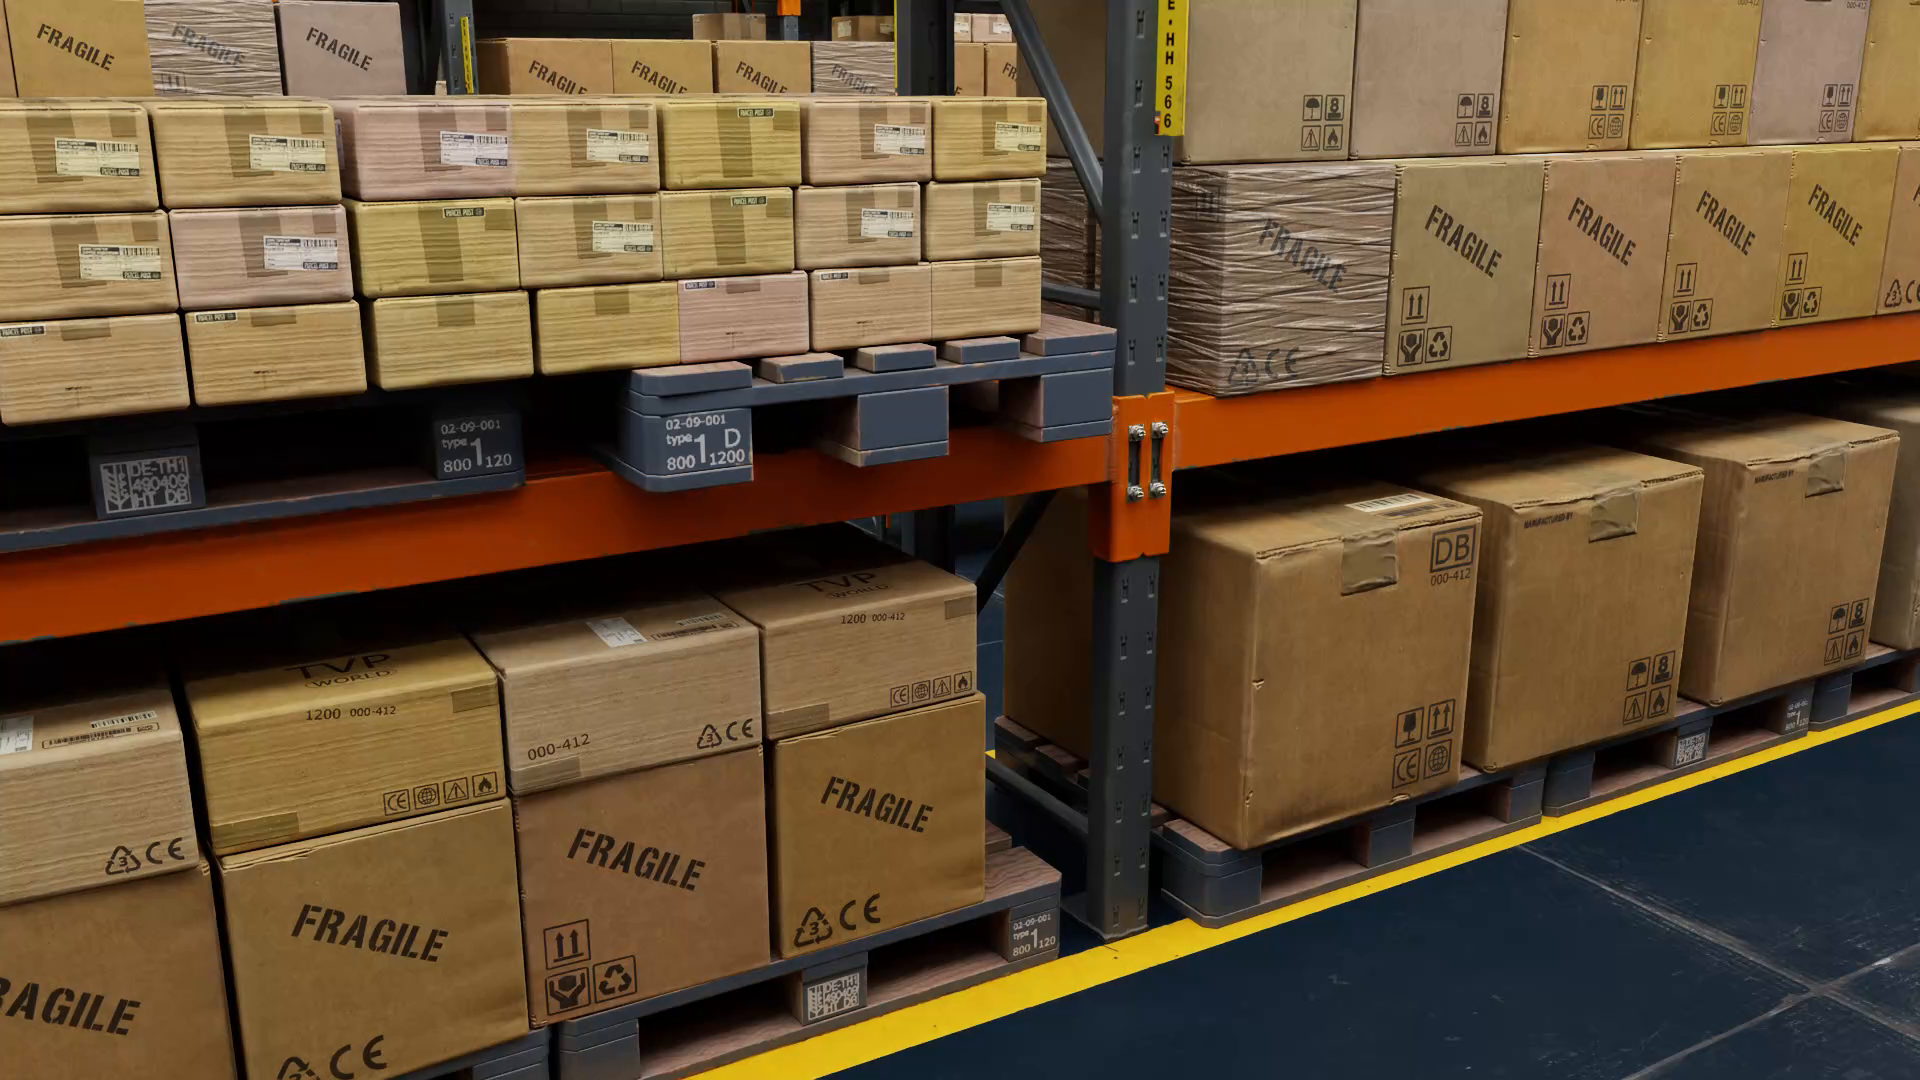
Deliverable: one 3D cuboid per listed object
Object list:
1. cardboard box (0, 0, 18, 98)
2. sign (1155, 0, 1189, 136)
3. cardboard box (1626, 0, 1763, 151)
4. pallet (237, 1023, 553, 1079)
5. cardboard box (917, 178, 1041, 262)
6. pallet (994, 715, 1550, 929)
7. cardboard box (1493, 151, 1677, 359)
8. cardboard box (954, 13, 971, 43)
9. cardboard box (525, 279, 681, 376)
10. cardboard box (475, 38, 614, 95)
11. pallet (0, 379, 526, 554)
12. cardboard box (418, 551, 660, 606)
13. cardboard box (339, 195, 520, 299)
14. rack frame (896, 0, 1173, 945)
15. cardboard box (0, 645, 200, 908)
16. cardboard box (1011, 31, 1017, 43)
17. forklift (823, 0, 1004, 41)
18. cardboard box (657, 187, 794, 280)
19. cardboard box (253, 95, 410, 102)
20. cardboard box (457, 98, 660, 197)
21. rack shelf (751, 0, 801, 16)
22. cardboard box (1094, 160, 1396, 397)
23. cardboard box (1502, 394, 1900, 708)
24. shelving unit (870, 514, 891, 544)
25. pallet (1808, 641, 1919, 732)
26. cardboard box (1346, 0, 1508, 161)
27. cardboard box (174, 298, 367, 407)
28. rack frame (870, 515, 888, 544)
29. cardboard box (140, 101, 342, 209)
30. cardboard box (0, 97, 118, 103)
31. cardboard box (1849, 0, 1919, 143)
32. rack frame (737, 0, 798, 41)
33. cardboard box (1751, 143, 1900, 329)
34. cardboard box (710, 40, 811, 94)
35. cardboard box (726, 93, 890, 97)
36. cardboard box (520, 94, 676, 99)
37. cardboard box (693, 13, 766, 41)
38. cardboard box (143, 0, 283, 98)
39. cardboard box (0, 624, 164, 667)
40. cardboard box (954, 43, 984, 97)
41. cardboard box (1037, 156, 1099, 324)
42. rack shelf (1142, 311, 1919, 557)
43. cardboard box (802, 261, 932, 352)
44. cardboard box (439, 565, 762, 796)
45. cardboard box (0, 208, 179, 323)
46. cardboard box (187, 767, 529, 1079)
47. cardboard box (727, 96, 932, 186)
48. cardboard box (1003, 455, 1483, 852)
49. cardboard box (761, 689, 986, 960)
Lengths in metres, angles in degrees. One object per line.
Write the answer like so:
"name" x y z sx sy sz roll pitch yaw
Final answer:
"cardboard box" -4.101 -1.922 6.672 0.500 0.500 0.500 -10 18 -31
"sign" 0.433 -0.998 3.415 0.005 0.325 0.100 -9 18 -30
"cardboard box" 1.845 -1.406 4.832 0.500 0.500 0.700 -9 18 -30
"pallet" -1.570 1.016 3.393 1.213 0.211 1.003 -9 18 -30
"cardboard box" -0.044 -0.654 3.320 0.250 0.149 0.380 -9 18 -29
"pallet" 0.860 0.647 4.709 1.213 0.211 1.003 -9 18 -30
"cardboard box" 1.536 -0.793 4.495 0.500 0.500 0.500 -9 18 -30
"cardboard box" -0.148 -2.738 8.902 0.250 0.149 0.380 -10 19 -32
"cardboard box" -0.690 -0.406 2.987 0.250 0.149 0.380 -9 18 -30
"cardboard box" -1.986 -2.137 7.961 0.500 0.500 0.500 -10 18 -31
"pallet" -1.530 -0.226 3.015 1.213 0.211 1.003 -9 18 -30
"cardboard box" -1.005 0.148 3.790 0.500 0.250 0.500 -9 18 -30
"cardboard box" -0.925 -0.510 2.809 0.250 0.149 0.380 -9 18 -30
"rack frame" 0.145 -0.603 4.004 0.127 3.000 1.000 -9 18 -30
"cardboard box" -1.619 0.407 2.864 0.500 0.250 0.500 -8 18 -28
"cardboard box" 0.353 -3.013 9.884 0.250 0.149 0.380 -9 18 -30
"forklift" -0.158 -2.828 12.069 3.031 2.935 1.130 -9 18 -30
"cardboard box" -0.496 -0.579 3.054 0.250 0.149 0.380 -9 18 -28
"cardboard box" -1.250 -0.806 3.312 0.250 0.149 0.380 -8 18 -27
"cardboard box" -0.707 -0.688 2.892 0.250 0.149 0.380 -9 18 -28
"rack shelf" 0.093 -4.814 14.802 4.000 0.370 1.077 -9 18 -30
"cardboard box" 0.669 -0.651 3.990 0.500 0.500 0.500 -9 18 -29
"cardboard box" 2.260 -0.038 5.377 0.750 0.750 1.050 -9 18 -30
"shelving unit" -0.006 -0.541 7.255 1.048 1.125 0.538 -9 18 -30
"pallet" 2.952 0.308 5.919 1.213 0.211 1.003 -9 18 -30
"cardboard box" 0.968 -1.263 4.322 0.500 0.500 0.700 -10 18 -31
"cardboard box" -1.143 -0.332 2.726 0.250 0.149 0.380 -9 18 -28
"rack frame" -0.442 -0.470 7.003 0.032 1.125 0.500 -9 18 -30
"cardboard box" -1.148 -0.617 2.640 0.250 0.149 0.380 -8 18 -27
"cardboard box" -1.692 -0.735 3.058 0.250 0.149 0.380 -10 18 -30
"cardboard box" 2.712 -1.546 5.331 0.500 0.500 0.700 -10 18 -31
"rack frame" -1.621 -3.438 14.118 0.127 3.000 1.000 -9 18 -30
"cardboard box" 2.398 -0.932 4.994 0.500 0.500 0.500 -9 18 -29
"cardboard box" -1.091 -2.286 8.495 0.500 0.500 0.500 -9 18 -29
"cardboard box" -0.354 -0.951 3.830 0.250 0.149 0.380 -9 18 -30
"cardboard box" -0.792 -0.880 3.578 0.250 0.149 0.380 -9 18 -30
"cardboard box" -1.233 -2.733 8.886 0.250 0.149 0.380 -10 19 -32
"cardboard box" -3.235 -2.058 7.158 0.500 0.500 0.500 -9 18 -29
"cardboard box" -1.882 0.286 3.296 0.500 0.250 0.500 -10 19 -32
"cardboard box" -0.209 -2.427 8.997 0.500 0.500 0.500 -9 18 -28
"cardboard box" 0.393 -0.776 4.436 0.500 0.500 0.500 -9 18 -30
"rack shelf" 1.860 -0.535 5.093 4.000 0.370 1.077 -9 18 -30
"cardboard box" -0.254 -0.475 3.236 0.250 0.149 0.380 -9 18 -30
"cardboard box" -0.733 0.266 3.369 0.500 0.250 0.500 -9 18 -29
"cardboard box" -1.369 -0.438 2.551 0.250 0.149 0.380 -10 18 -31
"cardboard box" -1.176 0.699 3.213 0.500 0.500 0.500 -10 19 -32
"cardboard box" -0.255 -0.762 3.157 0.250 0.149 0.380 -9 18 -30
"cardboard box" 0.714 0.214 4.479 0.750 0.750 1.050 -9 18 -30
"cardboard box" -0.284 0.550 3.743 0.500 0.500 0.500 -9 18 -30
